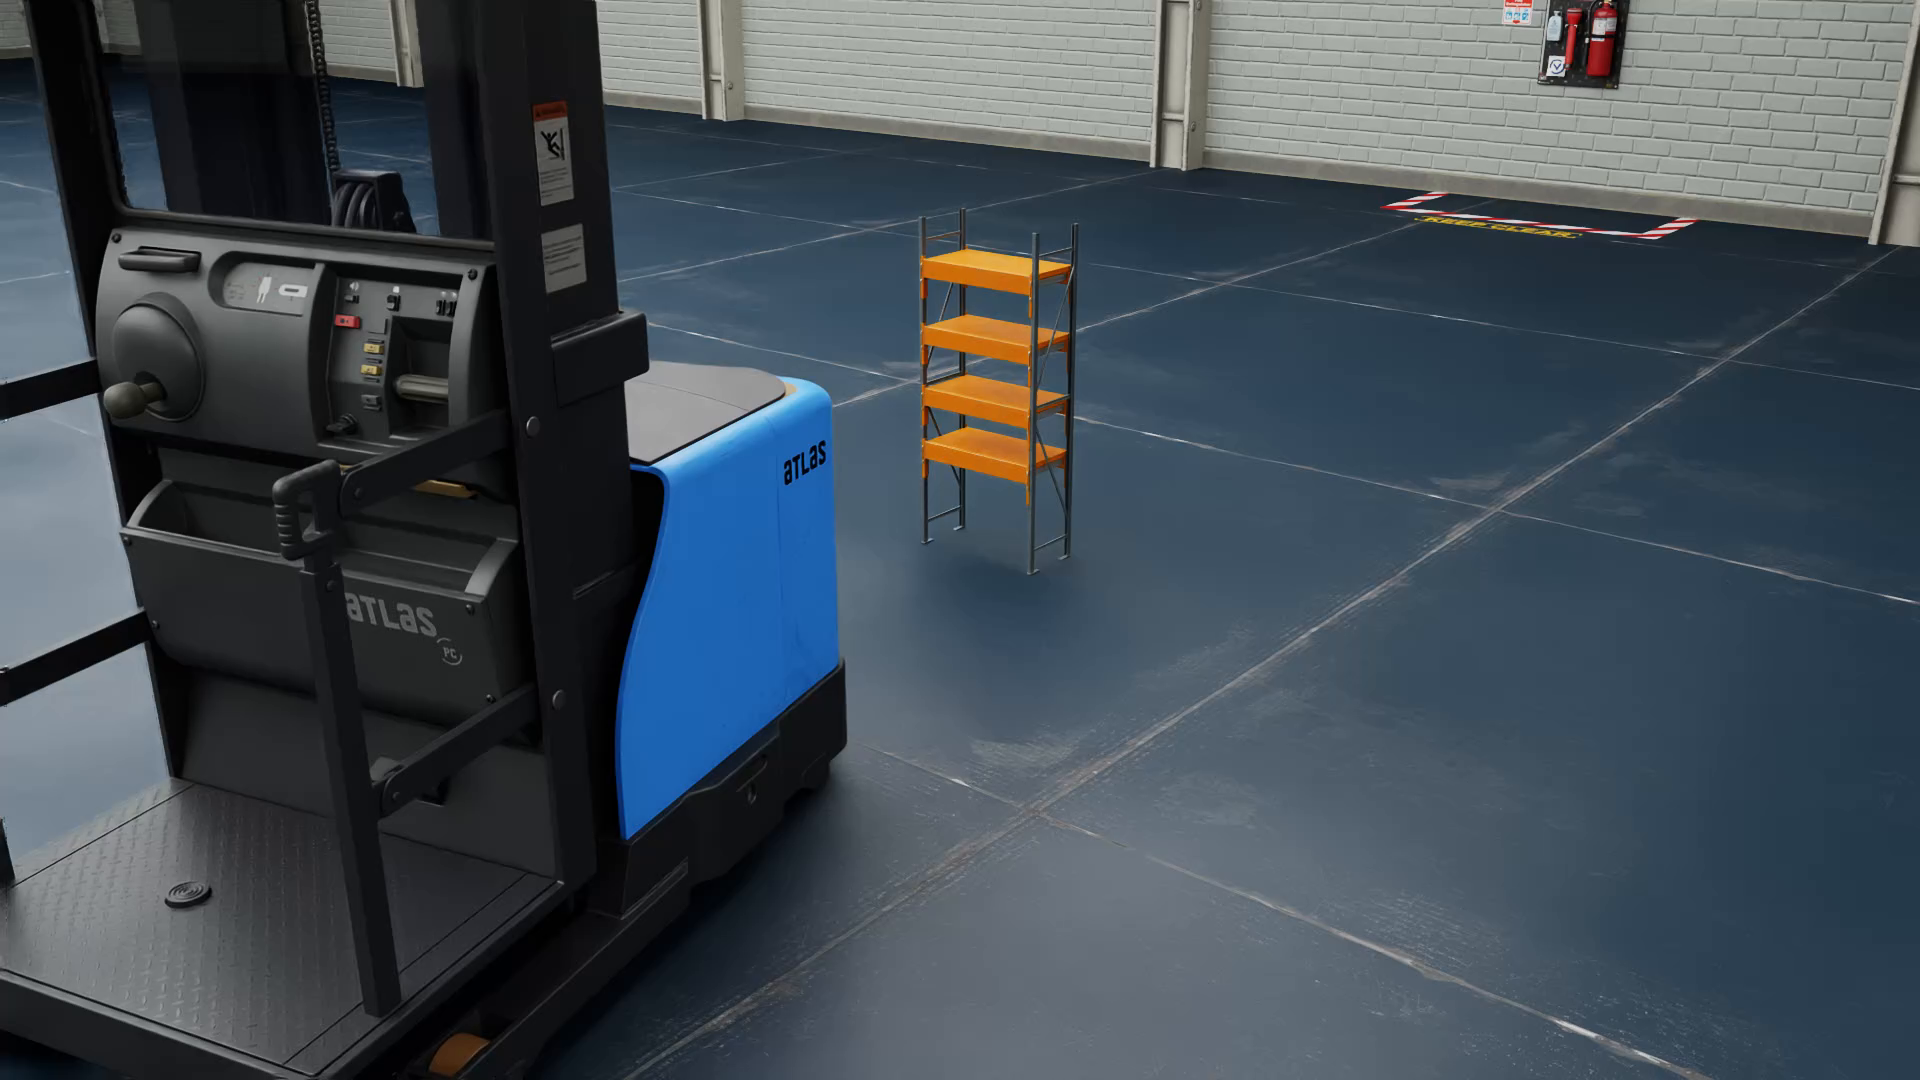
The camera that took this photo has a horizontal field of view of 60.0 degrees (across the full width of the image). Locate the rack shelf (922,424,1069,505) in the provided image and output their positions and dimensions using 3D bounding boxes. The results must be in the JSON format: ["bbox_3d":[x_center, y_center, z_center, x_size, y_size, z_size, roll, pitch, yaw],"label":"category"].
[{"bbox_3d":[0.128,-0.276,5.952,0.480,0.148,0.258,16,26,36],"label":"rack shelf"}]

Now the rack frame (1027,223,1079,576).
[{"bbox_3d":[0.317,-0.470,5.714,0.015,1.200,0.240,16,26,36],"label":"rack frame"}]

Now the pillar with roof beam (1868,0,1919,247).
[{"bbox_3d":[3.912,-5.114,6.977,0.400,9.000,9.100,16,26,36],"label":"pillar with roof beam"}]

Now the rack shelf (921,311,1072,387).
[{"bbox_3d":[0.128,-0.671,5.803,0.480,0.148,0.258,16,26,36],"label":"rack shelf"}]

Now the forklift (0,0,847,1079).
[{"bbox_3d":[-1.367,-0.361,2.973,1.130,2.935,3.031,9,22,22],"label":"forklift"}]

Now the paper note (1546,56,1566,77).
[{"bbox_3d":[4.650,-3.692,12.956,0.142,0.148,0.016,16,26,36],"label":"paper note"}]

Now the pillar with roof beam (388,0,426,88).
[{"bbox_3d":[-10.033,-9.130,17.626,0.400,9.000,9.100,16,26,36],"label":"pillar with roof beam"}]

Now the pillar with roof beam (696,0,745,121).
[{"bbox_3d":[-5.385,-7.792,14.076,0.400,9.000,9.100,16,26,36],"label":"pillar with roof beam"}]

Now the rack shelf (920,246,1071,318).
[{"bbox_3d":[0.128,-0.892,5.720,0.480,0.148,0.258,16,26,36],"label":"rack shelf"}]

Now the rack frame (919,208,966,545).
[{"bbox_3d":[-0.061,-0.579,6.003,0.015,1.200,0.240,16,26,36],"label":"rack frame"}]

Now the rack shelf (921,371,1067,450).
[{"bbox_3d":[0.128,-0.462,5.882,0.480,0.148,0.258,16,26,36],"label":"rack shelf"}]

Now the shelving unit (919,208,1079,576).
[{"bbox_3d":[0.128,-0.524,5.859,0.503,1.200,0.258,16,26,36],"label":"shelving unit"}]

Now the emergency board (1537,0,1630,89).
[{"bbox_3d":[4.744,-4.046,12.646,0.643,1.169,0.194,16,26,36],"label":"emergency board"}]

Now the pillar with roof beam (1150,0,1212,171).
[{"bbox_3d":[-0.736,-6.453,10.527,0.400,9.000,9.100,16,26,36],"label":"pillar with roof beam"}]

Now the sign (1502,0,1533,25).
[{"bbox_3d":[4.381,-4.214,13.041,0.234,0.329,0.001,16,26,36],"label":"sign"}]
